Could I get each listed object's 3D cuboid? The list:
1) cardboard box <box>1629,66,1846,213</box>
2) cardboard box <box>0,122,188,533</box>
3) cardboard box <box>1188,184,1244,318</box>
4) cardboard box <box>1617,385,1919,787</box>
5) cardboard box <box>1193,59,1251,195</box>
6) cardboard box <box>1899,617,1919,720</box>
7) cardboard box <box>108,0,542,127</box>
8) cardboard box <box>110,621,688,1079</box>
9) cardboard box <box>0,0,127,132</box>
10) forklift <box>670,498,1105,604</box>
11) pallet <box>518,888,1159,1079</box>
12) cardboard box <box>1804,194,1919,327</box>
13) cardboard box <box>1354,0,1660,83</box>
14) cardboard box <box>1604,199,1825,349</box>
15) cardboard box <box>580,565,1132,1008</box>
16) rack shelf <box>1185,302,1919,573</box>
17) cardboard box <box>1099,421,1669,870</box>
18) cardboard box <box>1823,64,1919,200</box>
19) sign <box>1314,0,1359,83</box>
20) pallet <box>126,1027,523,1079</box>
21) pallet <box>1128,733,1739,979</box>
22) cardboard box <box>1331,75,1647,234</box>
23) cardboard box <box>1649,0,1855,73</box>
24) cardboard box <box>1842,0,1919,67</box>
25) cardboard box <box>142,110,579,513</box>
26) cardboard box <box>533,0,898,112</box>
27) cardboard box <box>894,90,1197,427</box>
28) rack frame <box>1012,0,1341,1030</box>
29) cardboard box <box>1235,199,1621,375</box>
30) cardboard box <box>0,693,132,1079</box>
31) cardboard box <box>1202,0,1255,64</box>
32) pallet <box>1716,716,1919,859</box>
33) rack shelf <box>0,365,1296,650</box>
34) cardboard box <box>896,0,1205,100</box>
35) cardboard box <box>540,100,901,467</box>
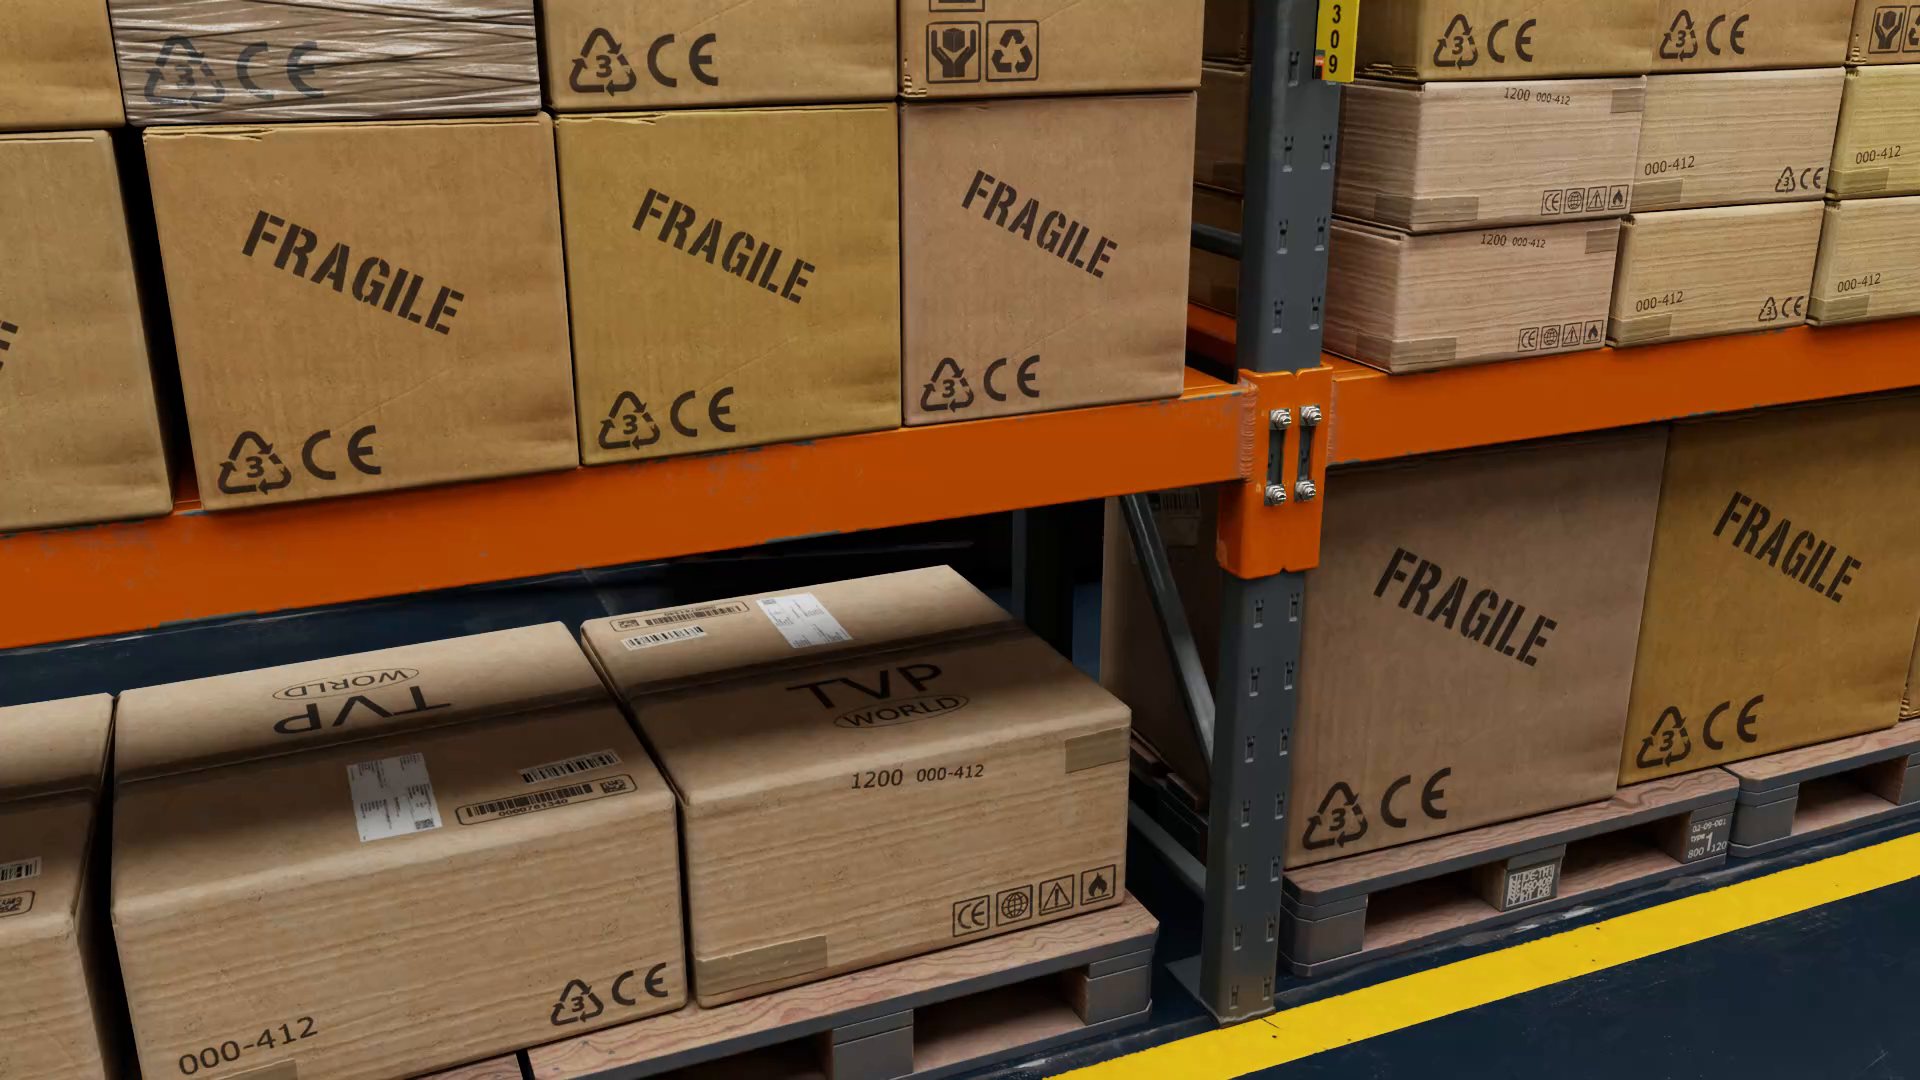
[{"bbox_3d":[1.358,-0.824,3.318,0.500,0.250,0.500,-8,21,-21],"label":"cardboard box"},{"bbox_3d":[-1.363,-0.314,2.246,0.500,0.500,0.500,-7,21,-20],"label":"cardboard box"},{"bbox_3d":[0.687,-0.675,3.648,0.500,0.250,0.500,-9,21,-23],"label":"cardboard box"},{"bbox_3d":[1.738,-0.033,4.166,0.875,0.875,0.875,-8,21,-20],"label":"cardboard box"},{"bbox_3d":[0.683,-0.907,3.554,0.500,0.250,0.500,-8,21,-22],"label":"cardboard box"},{"bbox_3d":[2.560,-0.150,4.499,0.875,0.875,0.875,-8,21,-21],"label":"cardboard box"},{"bbox_3d":[-0.882,-0.848,2.258,0.500,0.500,0.500,-8,21,-21],"label":"cardboard box"},{"bbox_3d":[-1.066,0.569,3.116,0.875,0.438,0.875,-9,21,-24],"label":"cardboard box"},{"bbox_3d":[-1.346,-0.785,2.078,0.500,0.500,0.500,-8,21,-22],"label":"cardboard box"},{"bbox_3d":[-0.669,-1.361,5.473,3.031,2.935,1.130,-3,20,-9],"label":"forklift"},{"bbox_3d":[-0.355,0.782,3.484,1.213,0.211,1.003,-8,21,-22],"label":"pallet"},{"bbox_3d":[1.834,-0.647,3.570,0.500,0.250,0.500,-8,21,-22],"label":"cardboard box"},{"bbox_3d":[0.892,-1.099,2.970,0.500,0.500,0.500,-8,21,-21],"label":"cardboard box"},{"bbox_3d":[1.358,-0.585,3.393,0.500,0.250,0.500,-9,21,-23],"label":"cardboard box"},{"bbox_3d":[-0.245,0.451,3.451,0.875,0.438,0.875,-8,21,-23],"label":"cardboard box"},{"bbox_3d":[2.211,-0.534,4.104,4.000,0.370,1.077,-8,21,-22],"label":"rack shelf"},{"bbox_3d":[0.912,0.088,3.821,0.875,0.875,0.875,-7,21,-20],"label":"cardboard box"},{"bbox_3d":[1.832,-0.882,3.484,0.500,0.250,0.500,-8,21,-21],"label":"cardboard box"},{"bbox_3d":[0.596,-0.886,2.600,0.005,0.325,0.100,-8,21,-22],"label":"sign"},{"bbox_3d":[-1.477,0.944,3.025,1.213,0.211,1.003,-8,21,-22],"label":"pallet"},{"bbox_3d":[1.053,0.581,4.054,1.213,0.211,1.003,-8,21,-22],"label":"pallet"},{"bbox_3d":[0.890,-0.747,3.099,0.500,0.250,0.500,-9,21,-23],"label":"cardboard box"},{"bbox_3d":[1.349,-1.174,3.184,0.500,0.500,0.500,-8,21,-22],"label":"cardboard box"},{"bbox_3d":[1.810,-1.239,3.369,0.500,0.500,0.500,-9,21,-23],"label":"cardboard box"},{"bbox_3d":[-0.876,-0.378,2.428,0.500,0.500,0.500,-8,21,-23],"label":"cardboard box"},{"bbox_3d":[-0.419,-0.918,2.457,0.500,0.500,0.500,-8,21,-23],"label":"cardboard box"},{"bbox_3d":[0.050,-0.518,2.826,0.500,0.500,0.500,-8,21,-21],"label":"cardboard box"},{"bbox_3d":[0.374,-0.610,3.237,0.127,3.000,1.000,-8,21,-22],"label":"rack frame"},{"bbox_3d":[0.883,-0.516,3.198,0.500,0.250,0.500,-9,21,-23],"label":"cardboard box"},{"bbox_3d":[-1.895,0.687,2.781,0.875,0.438,0.875,-8,21,-20],"label":"cardboard box"},{"bbox_3d":[0.685,-1.264,3.439,0.500,0.500,0.500,-7,21,-20],"label":"cardboard box"},{"bbox_3d":[2.175,0.419,4.513,1.213,0.211,1.003,-8,21,-22],"label":"pallet"},{"bbox_3d":[-1.462,-0.007,2.610,4.000,0.370,1.077,-8,21,-22],"label":"rack shelf"},{"bbox_3d":[0.051,-0.982,2.639,0.500,0.500,0.500,-8,21,-22],"label":"cardboard box"},{"bbox_3d":[-0.420,-0.449,2.629,0.500,0.500,0.500,-9,21,-23],"label":"cardboard box"}]
